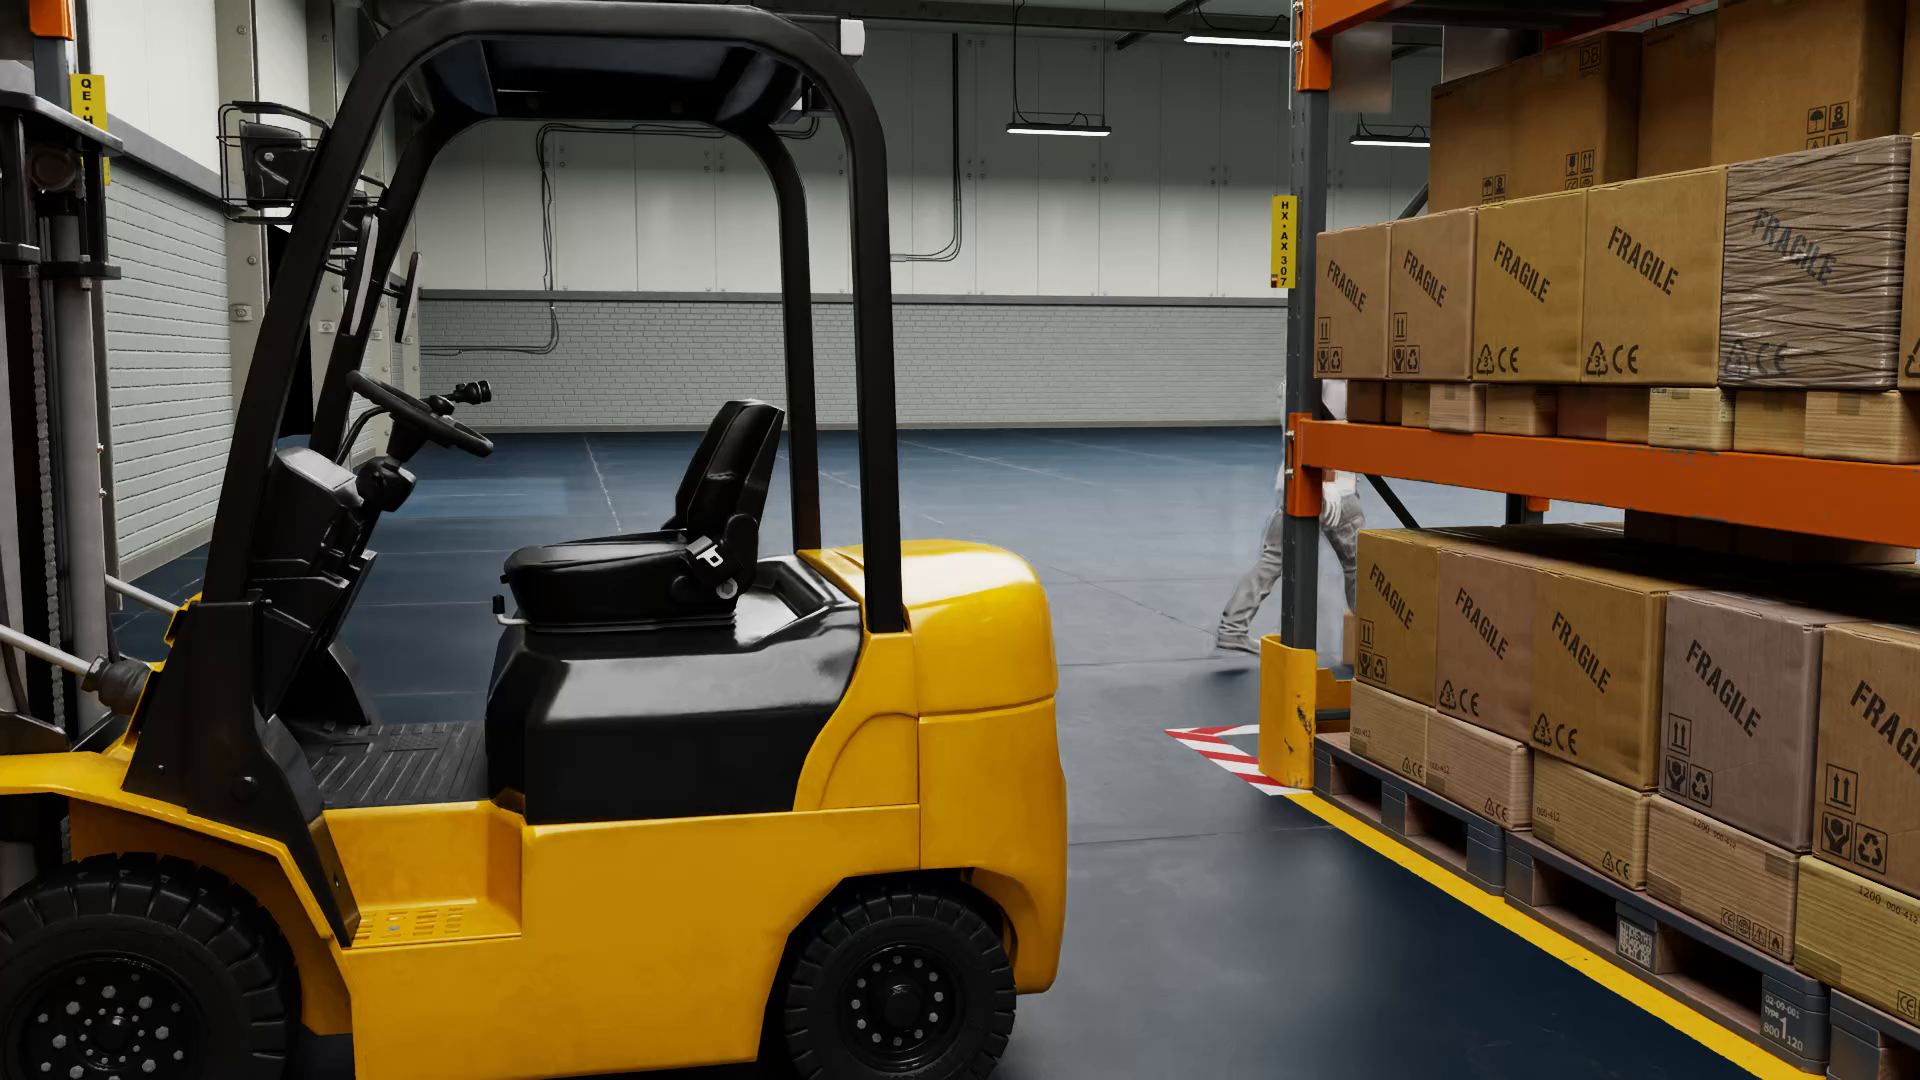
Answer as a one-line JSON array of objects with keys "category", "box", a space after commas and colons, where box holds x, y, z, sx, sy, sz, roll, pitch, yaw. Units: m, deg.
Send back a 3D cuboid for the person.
[{"category": "person", "box": [1.826, -0.240, 8.297, 1.109, 1.733, 0.671, -3, 7, -23]}]
